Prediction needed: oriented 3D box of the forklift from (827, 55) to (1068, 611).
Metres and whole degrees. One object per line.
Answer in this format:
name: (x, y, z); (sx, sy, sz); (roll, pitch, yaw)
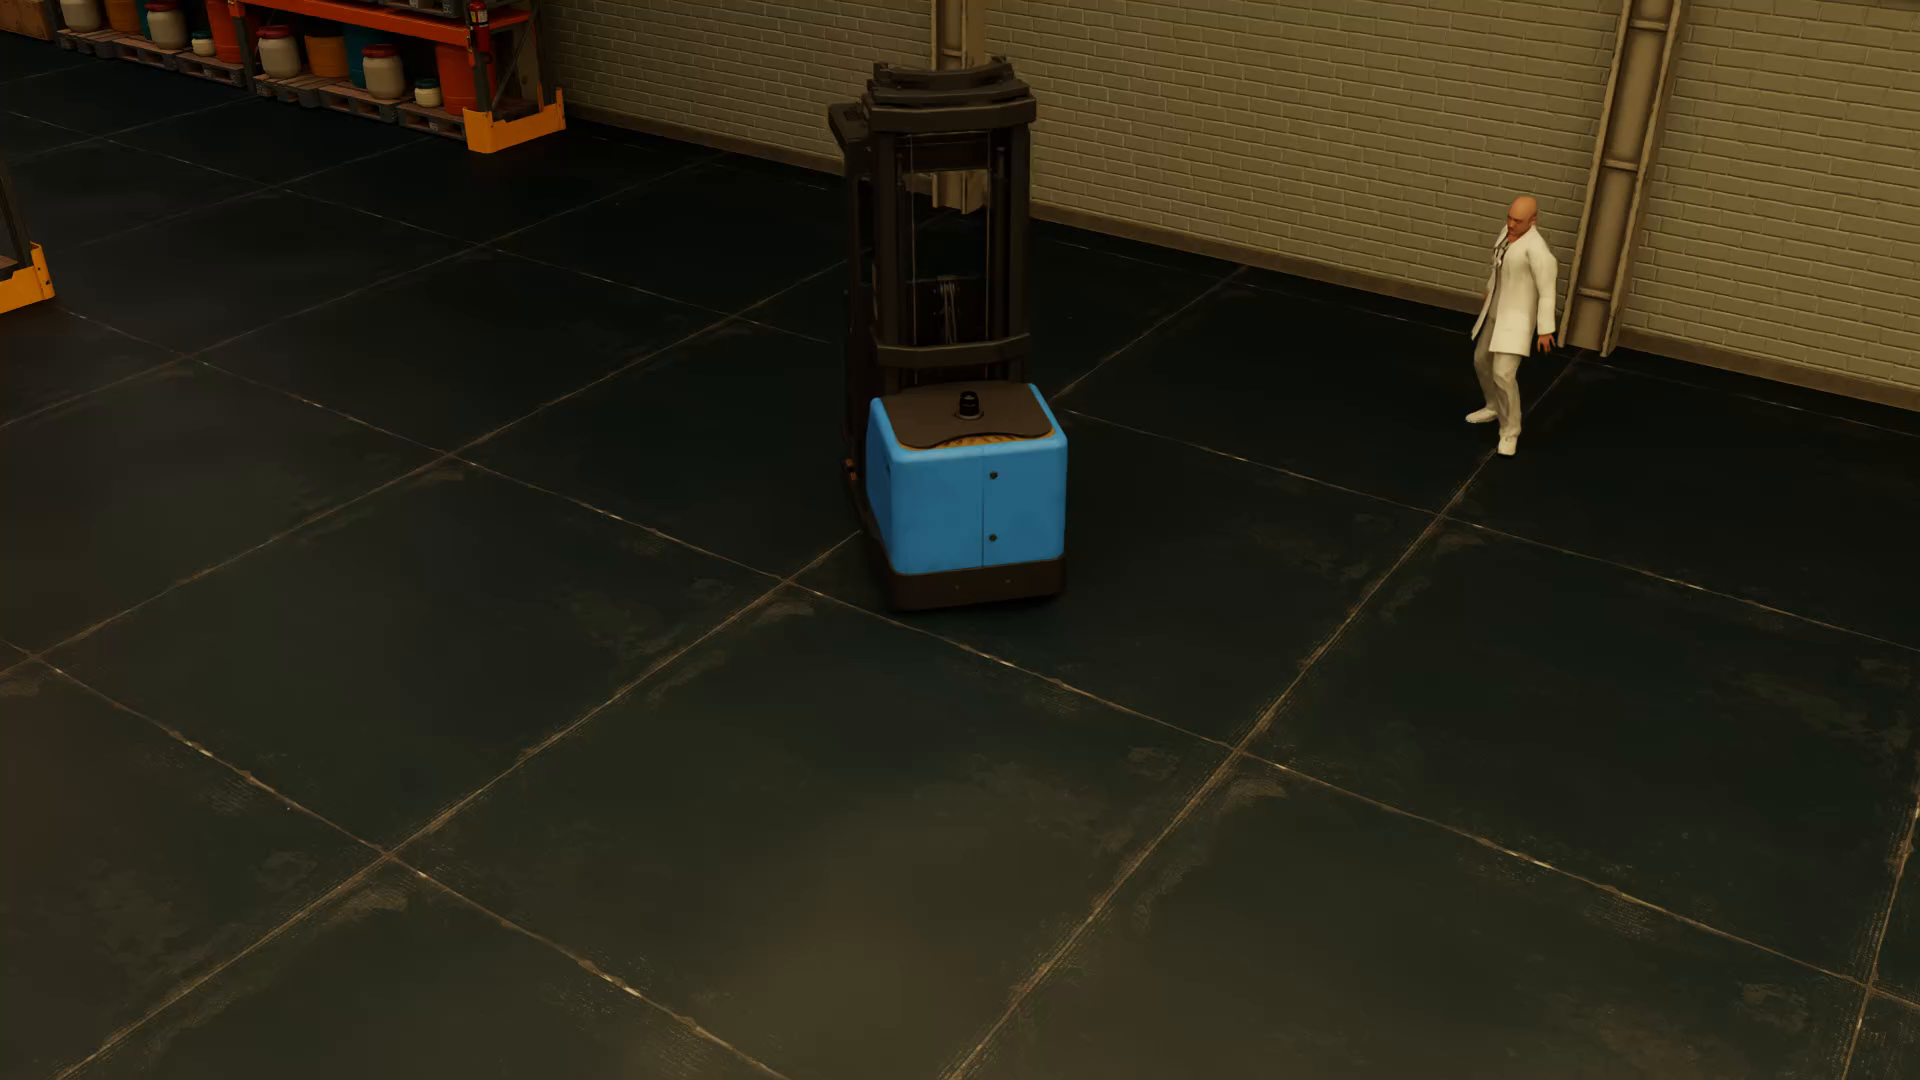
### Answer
forklift: (-0.184, -1.583, 10.307); (1.130, 2.935, 3.031); (-6, 31, -10)

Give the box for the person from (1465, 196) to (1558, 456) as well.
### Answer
person: (3.808, -1.537, 11.438); (0.476, 1.747, 0.922); (-6, 31, -10)
